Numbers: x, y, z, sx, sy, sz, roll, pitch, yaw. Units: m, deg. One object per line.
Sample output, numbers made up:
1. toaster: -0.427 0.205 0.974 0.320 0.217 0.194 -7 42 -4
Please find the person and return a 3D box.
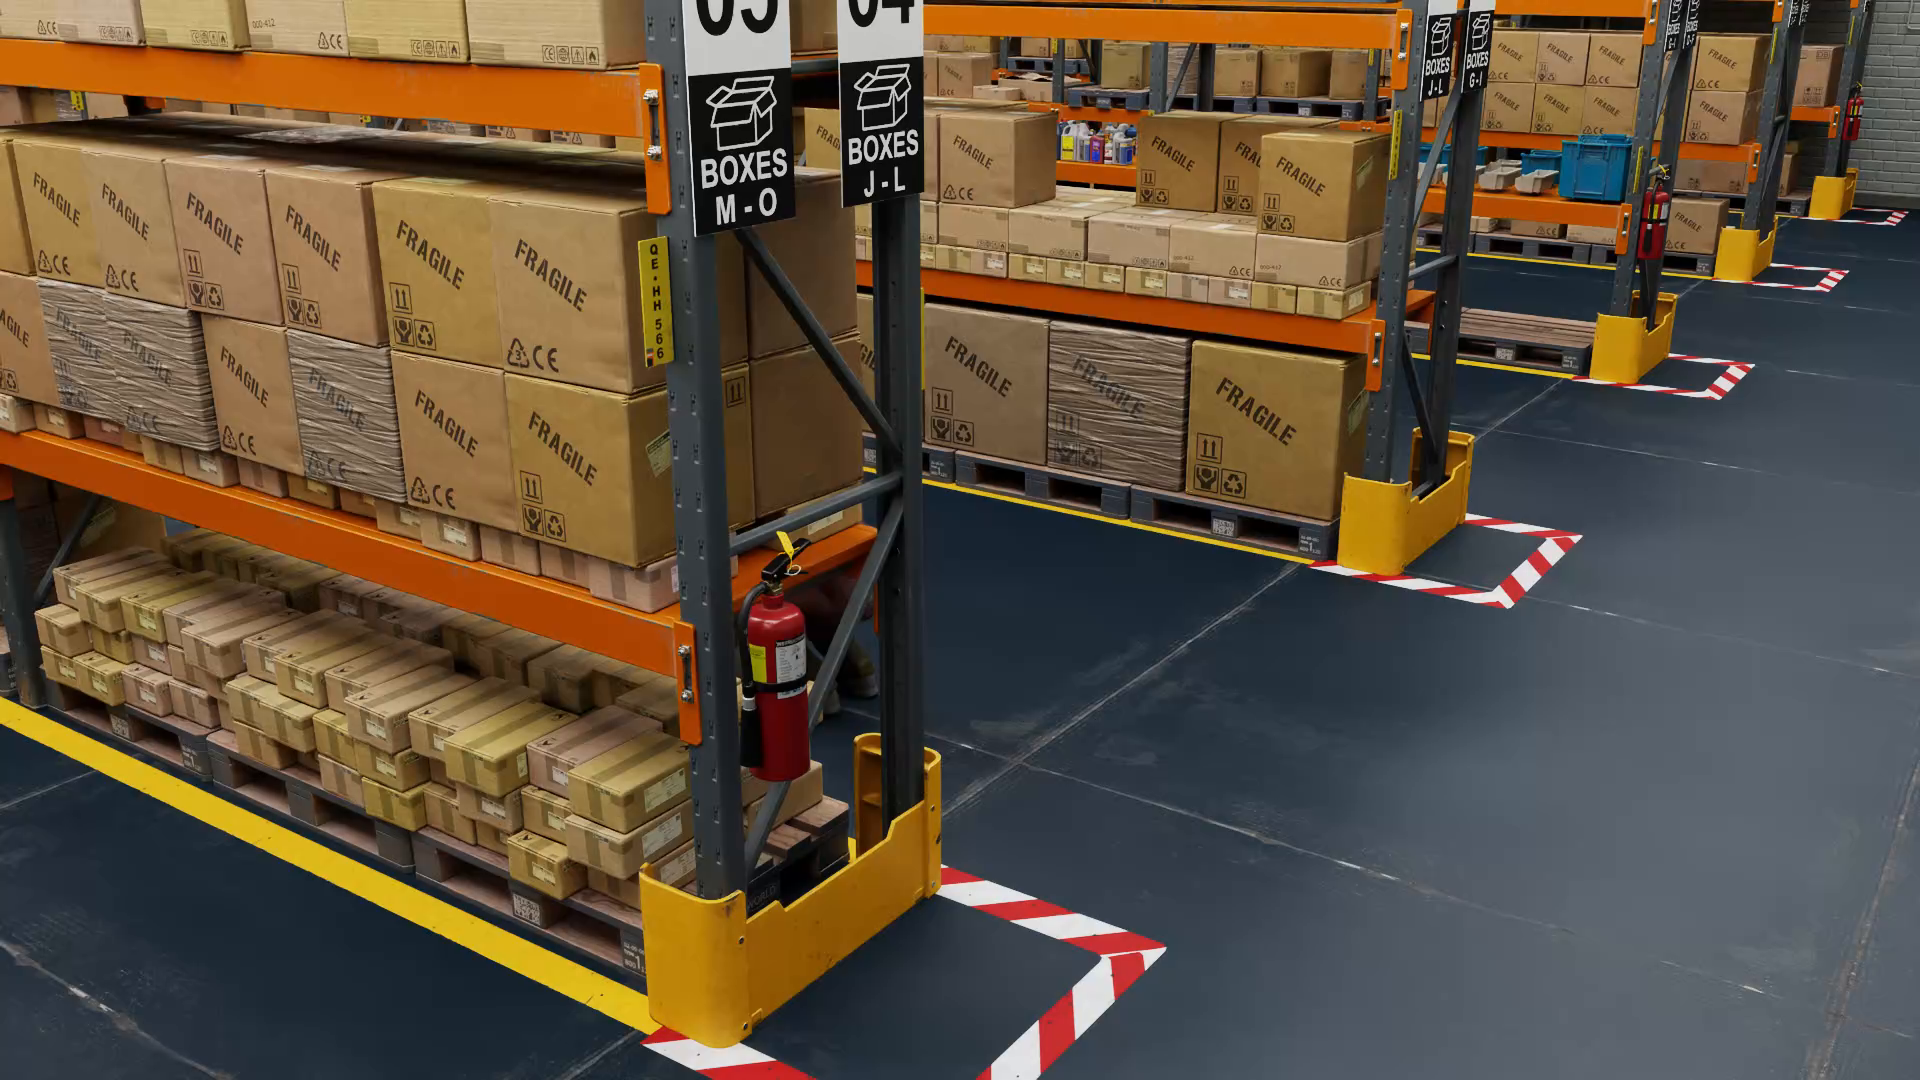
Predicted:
1. person: -0.697 0.190 7.141 0.888 1.056 0.612 10 22 27
